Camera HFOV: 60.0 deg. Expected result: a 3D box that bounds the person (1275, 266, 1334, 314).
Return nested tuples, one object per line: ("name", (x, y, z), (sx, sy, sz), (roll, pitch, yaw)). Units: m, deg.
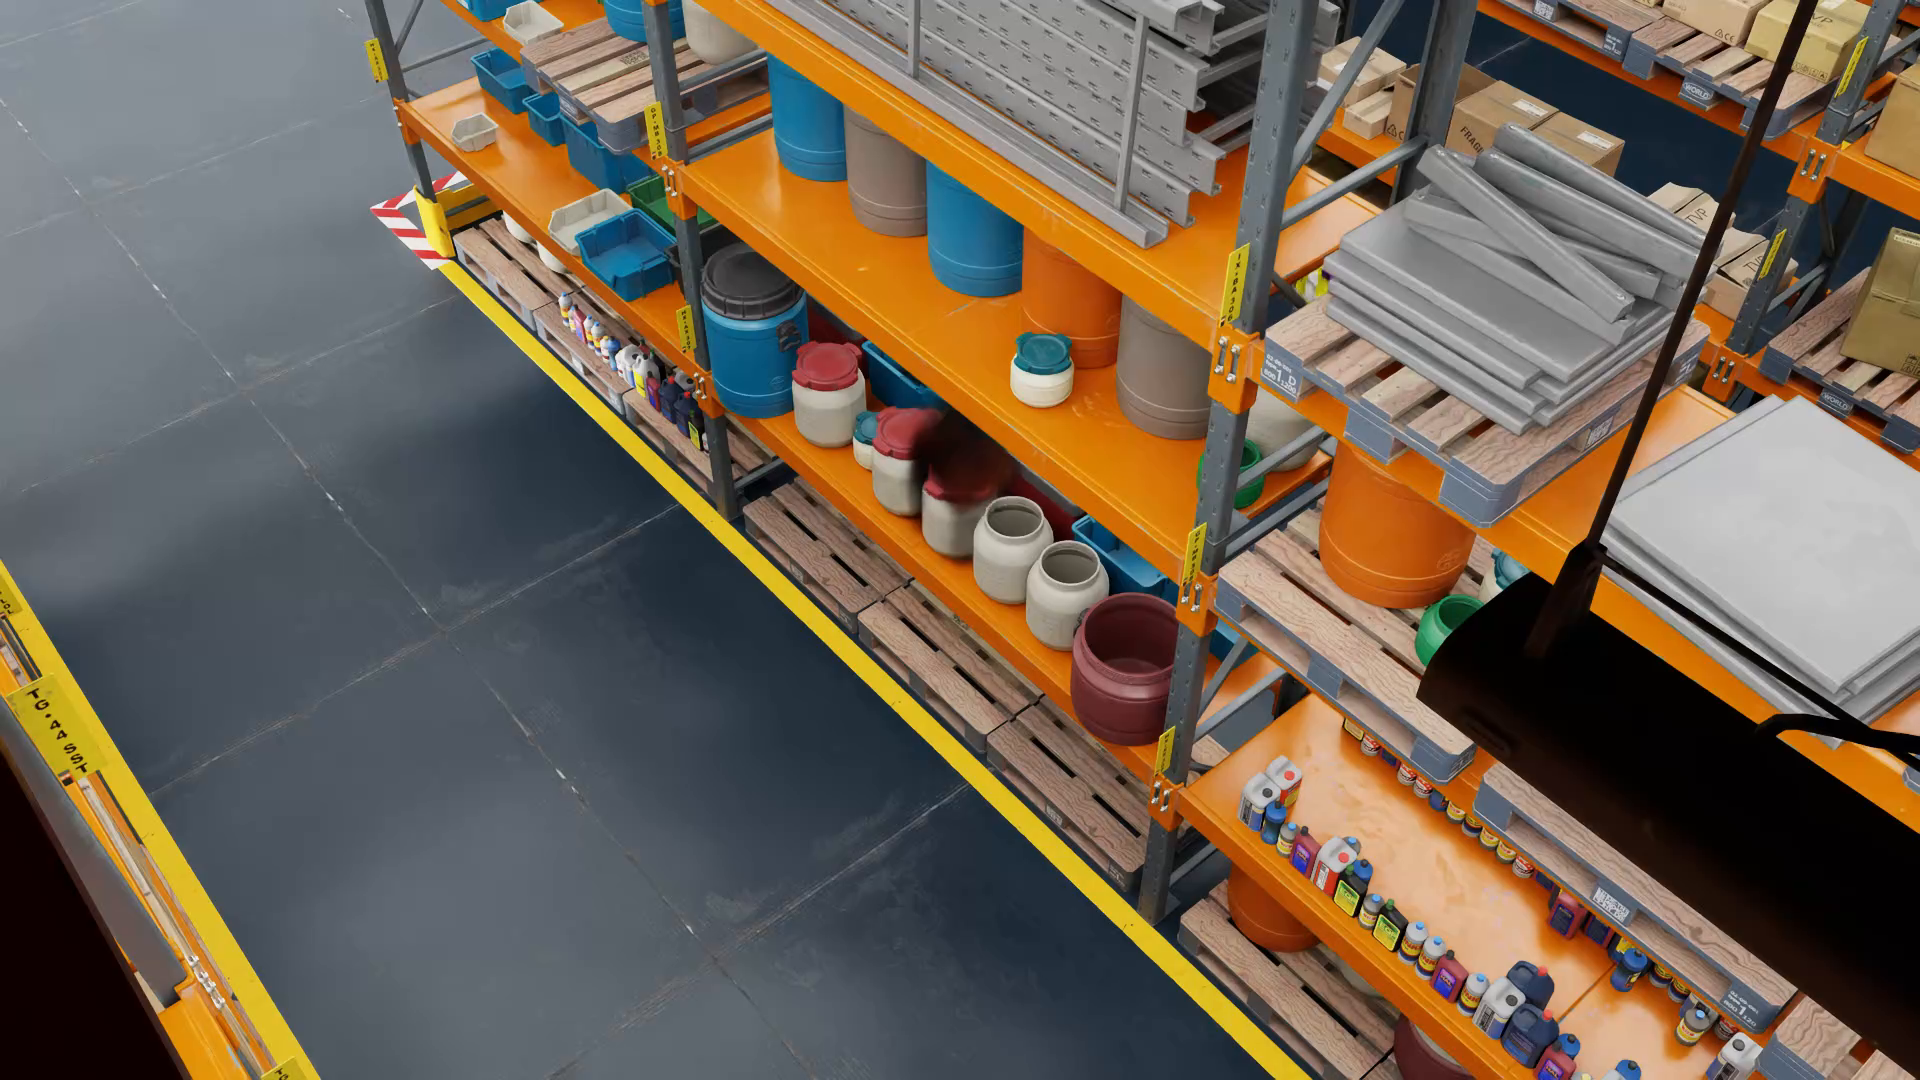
("person", (2.367, -1.607, 11.299), (0.397, 1.771, 0.619), (-3, 47, -3))
